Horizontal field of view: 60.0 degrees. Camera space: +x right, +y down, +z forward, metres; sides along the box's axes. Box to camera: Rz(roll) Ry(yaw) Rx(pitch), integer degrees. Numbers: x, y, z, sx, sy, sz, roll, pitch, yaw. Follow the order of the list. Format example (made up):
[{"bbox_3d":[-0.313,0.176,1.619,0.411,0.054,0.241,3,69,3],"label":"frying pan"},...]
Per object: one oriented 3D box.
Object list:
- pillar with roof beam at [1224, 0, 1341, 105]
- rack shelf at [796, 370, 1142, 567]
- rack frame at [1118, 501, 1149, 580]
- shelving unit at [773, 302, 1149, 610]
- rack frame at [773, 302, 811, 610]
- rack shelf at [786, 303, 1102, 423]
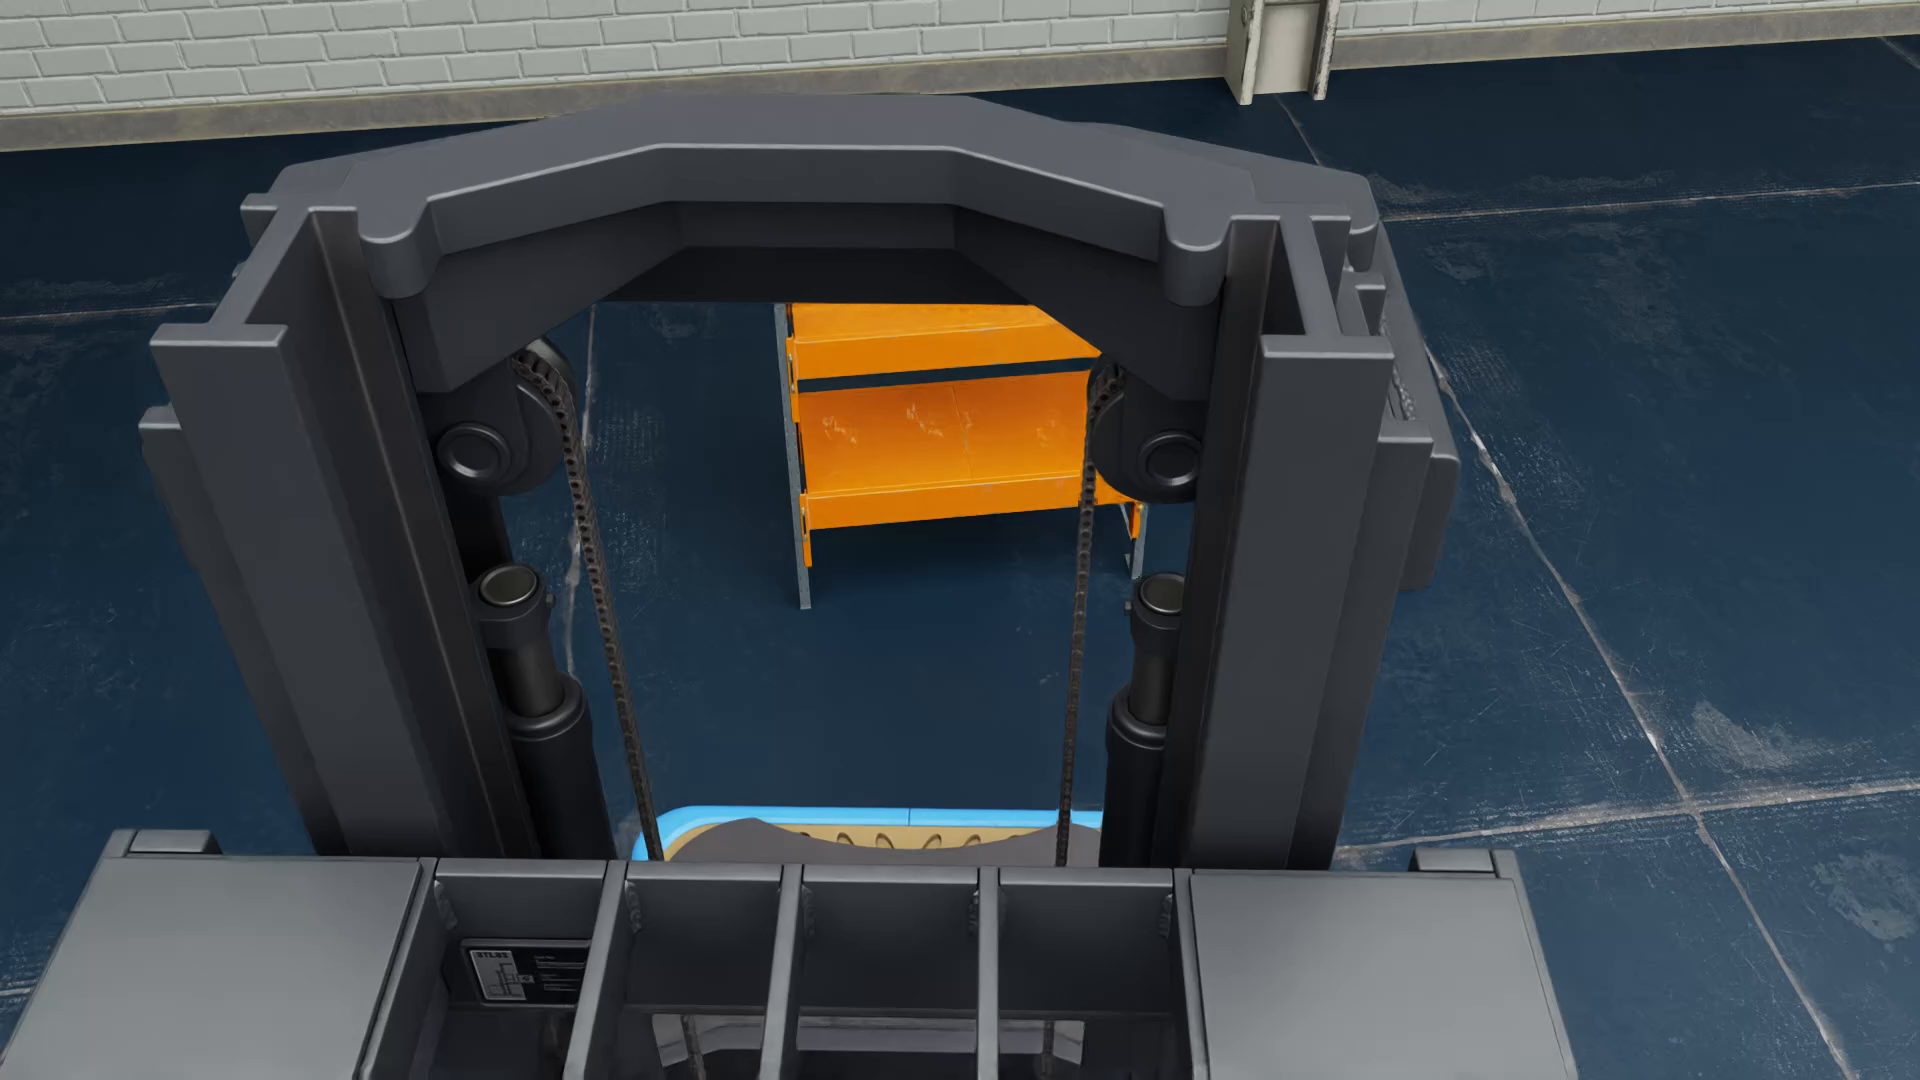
[{"bbox_3d":[1.977,-2.538,1.345,0.400,9.000,9.100,-5,42,-6],"label":"pillar with roof beam"},{"bbox_3d":[0.007,-0.237,5.038,1.000,0.278,0.538,-5,42,-6],"label":"rack shelf"},{"bbox_3d":[0.511,-0.462,4.923,0.032,1.125,0.500,-5,42,-6],"label":"rack frame"},{"bbox_3d":[0.007,-0.418,4.874,1.048,1.125,0.538,-5,42,-6],"label":"shelving unit"},{"bbox_3d":[-0.497,-0.374,4.825,0.032,1.125,0.500,-5,42,-6],"label":"rack frame"},{"bbox_3d":[0.007,-0.636,4.678,1.000,0.278,0.538,-5,42,-6],"label":"rack shelf"}]
